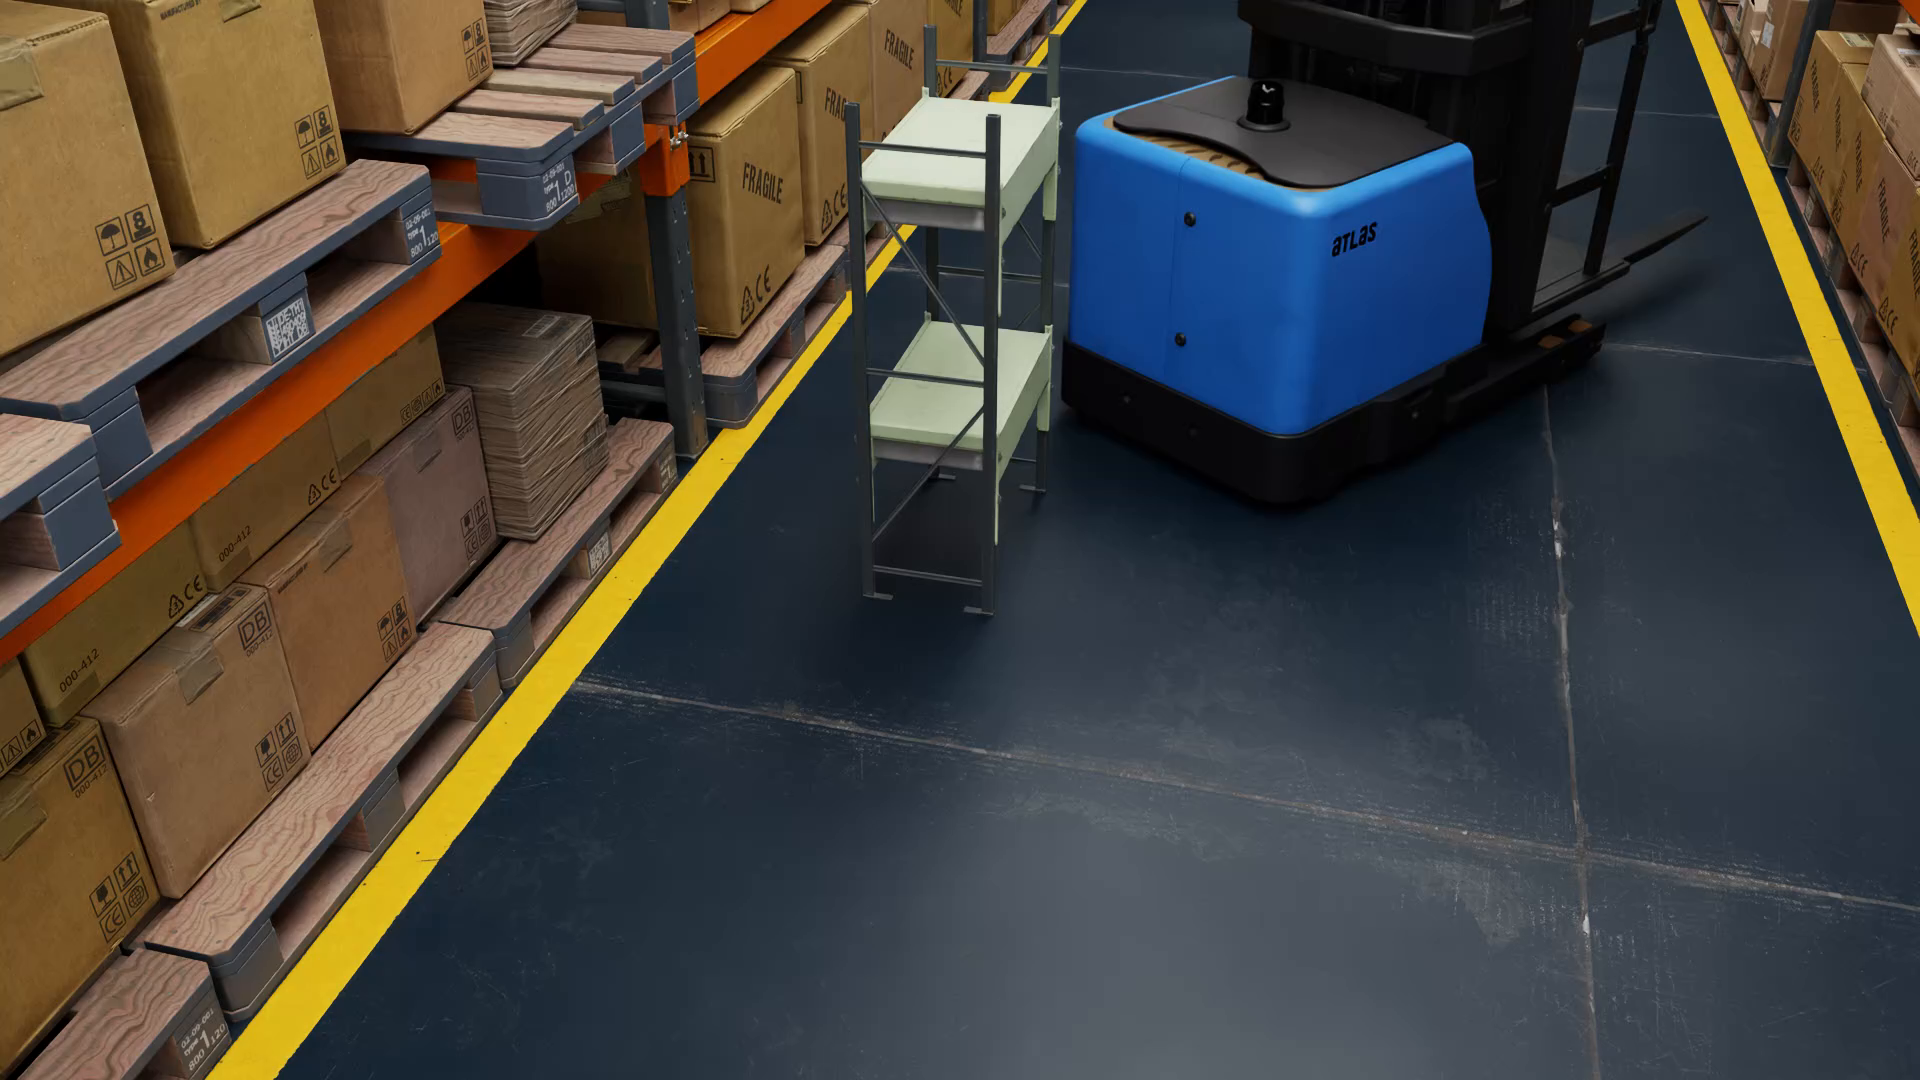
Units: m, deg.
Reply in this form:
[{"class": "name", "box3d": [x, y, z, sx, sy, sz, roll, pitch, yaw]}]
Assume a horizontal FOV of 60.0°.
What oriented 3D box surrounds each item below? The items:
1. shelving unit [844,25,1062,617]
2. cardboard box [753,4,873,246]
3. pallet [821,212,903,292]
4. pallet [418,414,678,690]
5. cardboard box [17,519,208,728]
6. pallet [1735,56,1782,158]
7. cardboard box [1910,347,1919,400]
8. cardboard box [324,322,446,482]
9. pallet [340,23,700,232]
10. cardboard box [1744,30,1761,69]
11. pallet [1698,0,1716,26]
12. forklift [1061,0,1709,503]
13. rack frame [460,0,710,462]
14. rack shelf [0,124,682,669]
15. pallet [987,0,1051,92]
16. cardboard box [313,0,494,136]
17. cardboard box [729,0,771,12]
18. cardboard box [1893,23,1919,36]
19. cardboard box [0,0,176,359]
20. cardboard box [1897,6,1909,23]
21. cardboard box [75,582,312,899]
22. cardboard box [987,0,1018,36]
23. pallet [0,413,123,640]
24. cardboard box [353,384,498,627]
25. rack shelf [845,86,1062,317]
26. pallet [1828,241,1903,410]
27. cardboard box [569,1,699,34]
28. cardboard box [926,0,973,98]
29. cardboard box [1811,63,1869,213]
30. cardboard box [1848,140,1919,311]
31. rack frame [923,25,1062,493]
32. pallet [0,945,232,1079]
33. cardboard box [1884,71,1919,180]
[{"class": "shelving unit", "box3d": [-0.002, -0.629, 4.842, 0.431, 1.500, 0.755, 8, 33, 12]}, {"class": "cardboard box", "box3d": [-0.827, -1.719, 6.771, 0.750, 0.750, 0.750, 8, 33, 12]}, {"class": "pallet", "box3d": [-0.784, -1.485, 7.389, 1.003, 0.211, 1.213, 8, 33, 12]}, {"class": "pallet", "box3d": [-1.569, -0.050, 5.131, 1.003, 0.211, 1.213, 8, 33, 12]}, {"class": "cardboard box", "box3d": [-1.976, 0.113, 3.497, 0.500, 0.250, 0.500, 7, 33, 11]}, {"class": "pallet", "box3d": [4.614, -2.214, 8.537, 1.003, 0.211, 1.213, 8, 33, 12]}, {"class": "cardboard box", "box3d": [3.434, -0.607, 5.329, 0.500, 0.500, 0.500, 9, 34, 14]}, {"class": "cardboard box", "box3d": [-1.706, -0.411, 4.322, 0.500, 0.250, 0.500, 9, 33, 13]}, {"class": "pallet", "box3d": [-1.447, -1.167, 4.468, 1.213, 0.211, 1.003, 8, 33, 12]}, {"class": "cardboard box", "box3d": [4.346, -2.555, 8.720, 0.380, 0.149, 0.250, 8, 33, 12]}, {"class": "pallet", "box3d": [5.233, -3.481, 10.529, 1.003, 0.211, 1.213, 8, 33, 12]}, {"class": "forklift", "box3d": [1.797, -2.018, 5.692, 3.031, 2.935, 1.130, -25, 40, -34]}, {"class": "rack frame", "box3d": [-1.369, -1.632, 5.021, 1.000, 3.000, 0.127, 8, 33, 12]}, {"class": "rack shelf", "box3d": [-1.876, -0.290, 3.581, 1.077, 0.370, 4.000, 8, 33, 12]}, {"class": "pallet", "box3d": [-0.085, -2.915, 9.638, 1.003, 0.211, 1.213, 8, 33, 12]}, {"class": "cardboard box", "box3d": [-1.594, -1.321, 4.028, 0.700, 0.500, 0.500, 5, 33, 8]}, {"class": "cardboard box", "box3d": [-0.840, -1.930, 5.705, 0.380, 0.149, 0.250, 9, 34, 14]}, {"class": "cardboard box", "box3d": [4.964, -2.664, 8.875, 0.380, 0.166, 0.250, 8, 33, 12]}, {"class": "cardboard box", "box3d": [-1.936, -0.678, 3.018, 0.700, 0.500, 0.500, 13, 35, 19]}, {"class": "cardboard box", "box3d": [4.911, -3.143, 9.315, 0.797, 0.503, 0.637, 8, 33, 12]}, {"class": "cardboard box", "box3d": [-1.962, 0.395, 3.753, 0.700, 0.500, 0.500, 8, 33, 13]}, {"class": "cardboard box", "box3d": [-0.065, -3.204, 9.432, 0.700, 0.500, 0.500, 8, 33, 13]}, {"class": "pallet", "box3d": [-2.049, 0.148, 2.400, 1.003, 0.211, 1.213, 8, 33, 12]}, {"class": "cardboard box", "box3d": [-1.744, -0.130, 4.579, 0.700, 0.500, 0.500, 8, 33, 12]}, {"class": "rack shelf", "box3d": [-0.002, -0.959, 4.633, 0.431, 0.370, 0.720, 8, 33, 12]}, {"class": "pallet", "box3d": [3.961, -0.796, 6.305, 1.003, 0.211, 1.213, 8, 33, 12]}, {"class": "cardboard box", "box3d": [-1.061, -1.674, 5.302, 0.380, 0.149, 0.250, 8, 33, 12]}, {"class": "cardboard box", "box3d": [-0.393, -2.623, 8.192, 0.750, 0.750, 0.750, 8, 33, 13]}, {"class": "cardboard box", "box3d": [3.956, -1.670, 7.000, 0.500, 0.500, 0.500, 8, 33, 13]}, {"class": "cardboard box", "box3d": [3.693, -1.149, 6.181, 0.500, 0.500, 0.500, 7, 33, 11]}, {"class": "rack frame", "box3d": [0.091, -0.819, 5.141, 0.400, 1.500, 0.023, 8, 33, 12]}, {"class": "pallet", "box3d": [-2.188, 1.216, 3.140, 1.003, 0.211, 1.213, 8, 33, 12]}, {"class": "cardboard box", "box3d": [3.700, -1.485, 6.011, 0.500, 0.250, 0.500, 7, 33, 11]}]
